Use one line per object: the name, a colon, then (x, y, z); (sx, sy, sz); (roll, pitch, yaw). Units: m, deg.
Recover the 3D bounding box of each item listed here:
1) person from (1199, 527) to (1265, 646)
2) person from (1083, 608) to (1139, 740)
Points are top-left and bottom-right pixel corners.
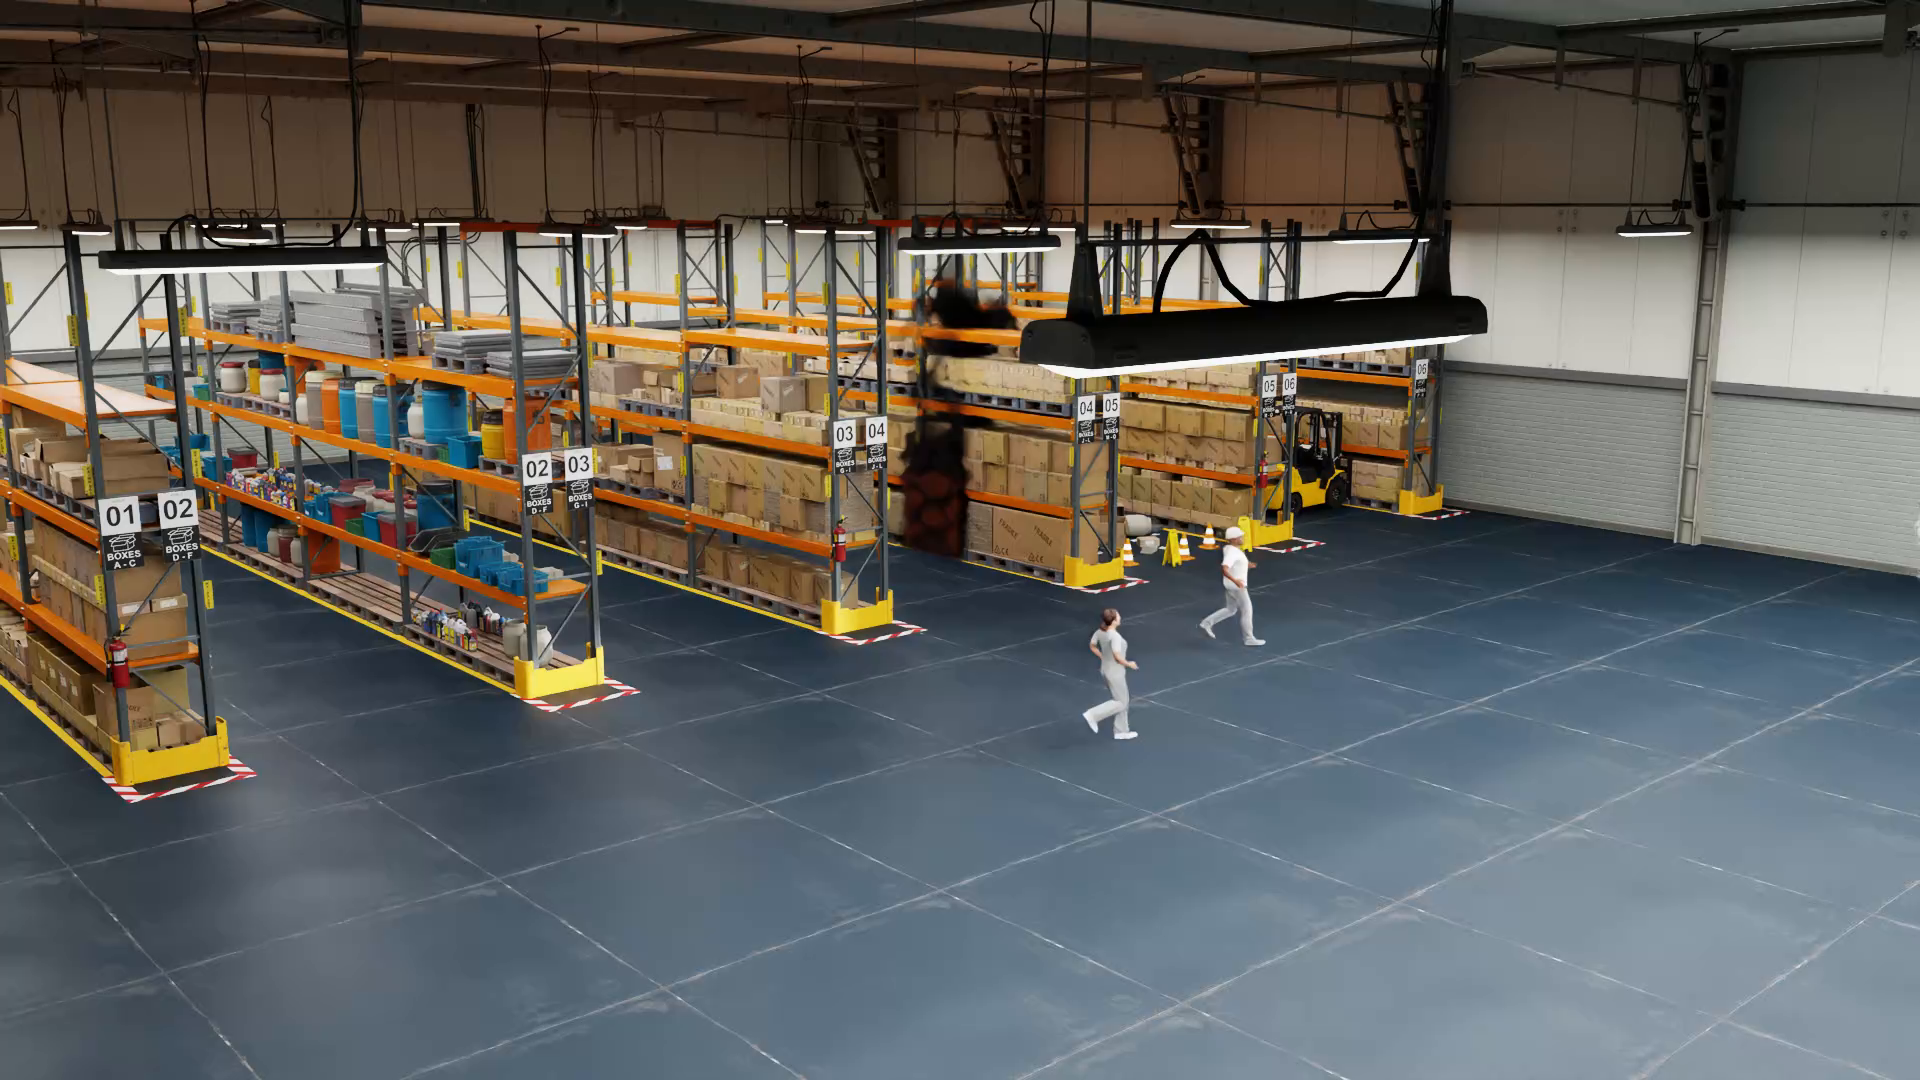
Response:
person: (3.968, 0.670, 24.071); (0.954, 1.748, 0.711); (0, 11, -2)
person: (1.777, 1.603, 19.804); (0.764, 1.637, 0.564); (-5, 13, -24)
